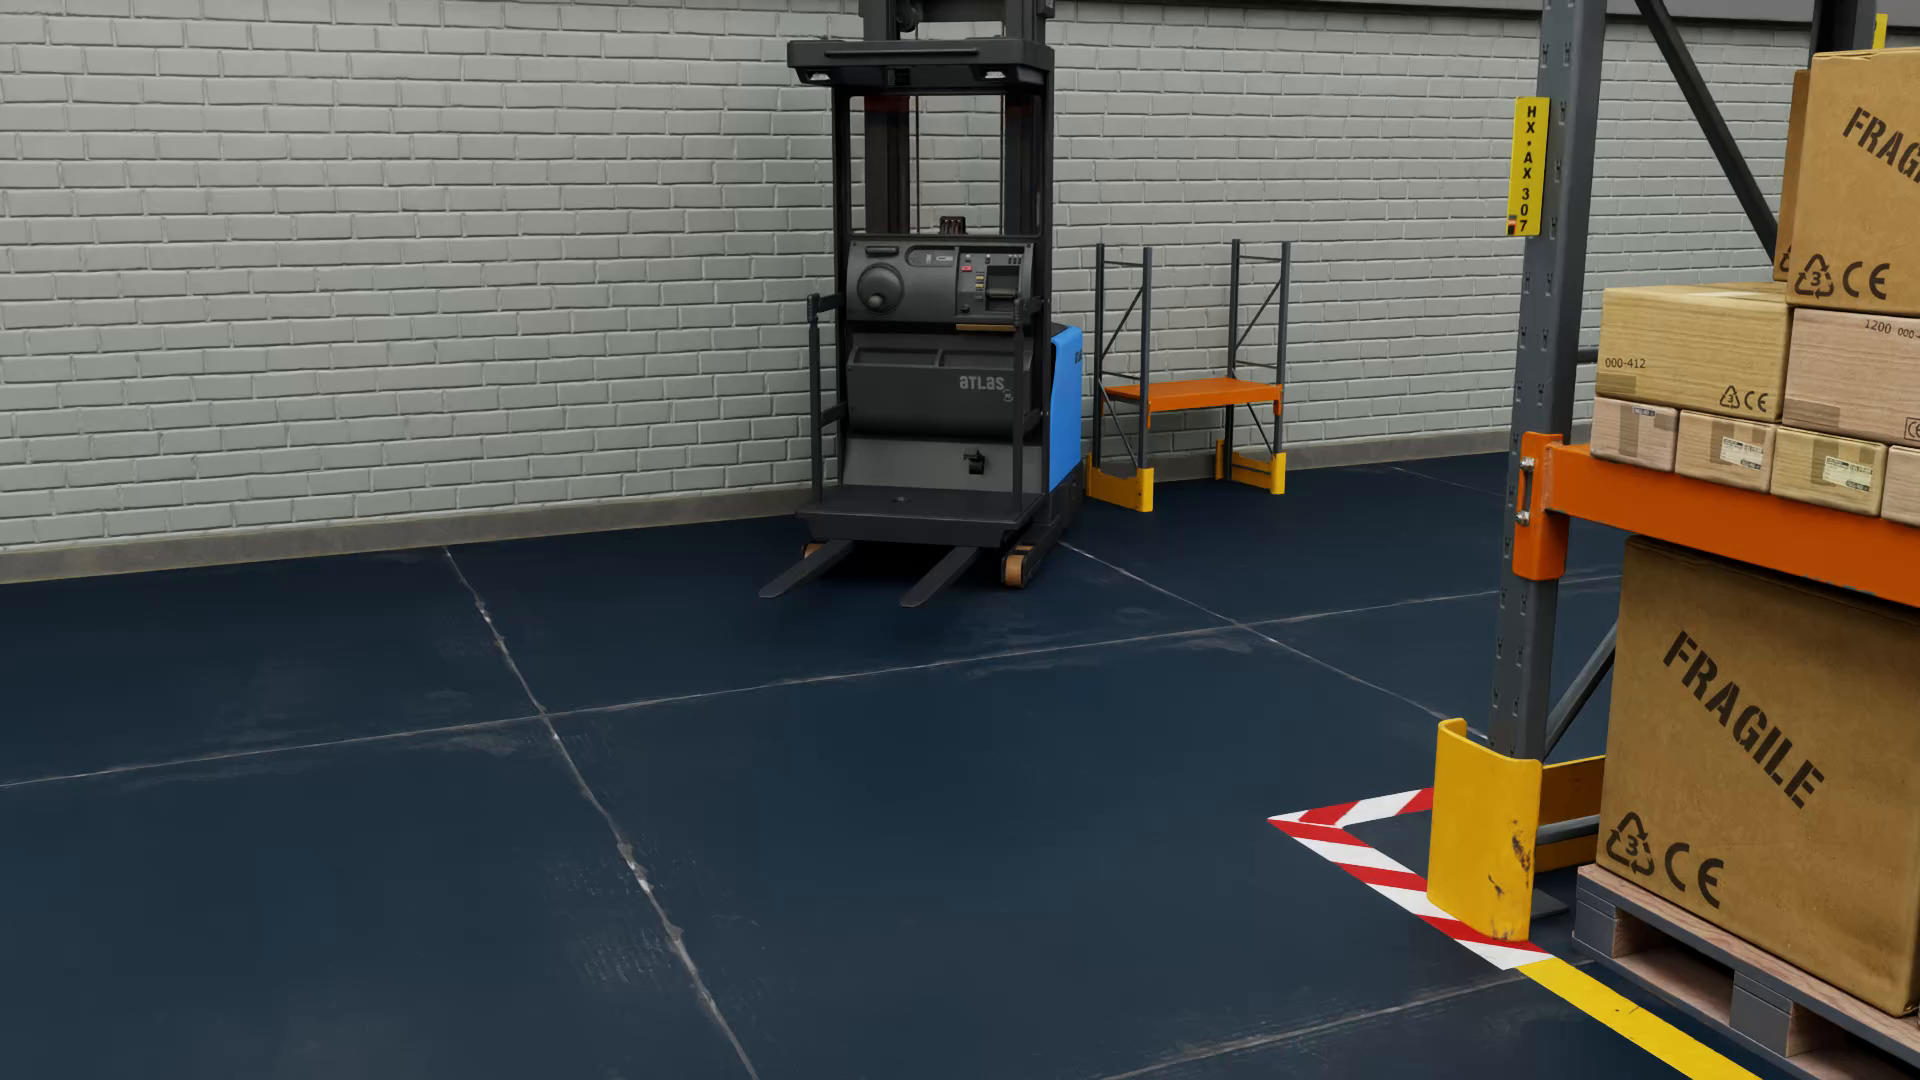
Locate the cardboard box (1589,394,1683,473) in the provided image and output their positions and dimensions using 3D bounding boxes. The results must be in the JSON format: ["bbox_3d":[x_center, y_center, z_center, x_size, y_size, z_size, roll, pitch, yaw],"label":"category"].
[{"bbox_3d":[1.723,-0.265,3.919,0.380,0.149,0.250,-5,14,-22],"label":"cardboard box"}]

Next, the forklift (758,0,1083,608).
[{"bbox_3d":[-0.149,-1.291,7.947,1.130,2.935,3.031,3,13,13],"label":"forklift"}]

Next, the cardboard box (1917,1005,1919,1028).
[{"bbox_3d":[2.577,0.653,3.176,0.875,0.875,0.875,-6,14,-23],"label":"cardboard box"}]

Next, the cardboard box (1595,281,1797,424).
[{"bbox_3d":[1.828,-0.439,3.786,0.500,0.250,0.500,-6,14,-24],"label":"cardboard box"}]

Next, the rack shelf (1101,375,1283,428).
[{"bbox_3d":[1.371,-0.834,9.946,1.000,0.185,0.538,-8,15,-30],"label":"rack shelf"}]

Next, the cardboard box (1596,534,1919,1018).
[{"bbox_3d":[2.213,0.465,3.988,0.875,0.875,0.875,-6,14,-23],"label":"cardboard box"}]

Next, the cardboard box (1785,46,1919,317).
[{"bbox_3d":[2.028,-0.701,3.255,0.500,0.500,0.500,-6,14,-24],"label":"cardboard box"}]

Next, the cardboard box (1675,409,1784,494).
[{"bbox_3d":[1.827,-0.212,3.690,0.380,0.149,0.250,-6,14,-24],"label":"cardboard box"}]

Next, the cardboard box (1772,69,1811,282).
[{"bbox_3d":[2.319,-0.851,3.903,0.500,0.500,0.500,-5,14,-22],"label":"cardboard box"}]

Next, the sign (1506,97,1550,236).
[{"bbox_3d":[1.372,-0.902,4.018,0.100,0.325,0.005,-6,14,-23],"label":"sign"}]

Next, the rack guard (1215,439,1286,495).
[{"bbox_3d":[1.791,-0.457,10.290,0.087,0.250,0.587,-8,15,-30],"label":"rack guard"}]

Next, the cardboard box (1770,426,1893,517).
[{"bbox_3d":[1.930,-0.159,3.462,0.380,0.149,0.250,-6,14,-24],"label":"cardboard box"}]

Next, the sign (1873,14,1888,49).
[{"bbox_3d":[2.386,-1.216,4.378,0.100,0.325,0.005,-6,14,-23],"label":"sign"}]

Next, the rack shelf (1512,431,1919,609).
[{"bbox_3d":[2.684,0.273,2.632,1.077,0.370,4.000,-6,14,-23],"label":"rack shelf"}]

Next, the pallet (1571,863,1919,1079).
[{"bbox_3d":[2.275,1.026,3.967,1.003,0.211,1.213,-6,14,-23],"label":"pallet"}]

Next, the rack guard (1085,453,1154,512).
[{"bbox_3d":[0.935,-0.342,9.794,0.087,0.250,0.587,-8,15,-30],"label":"rack guard"}]

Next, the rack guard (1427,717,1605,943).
[{"bbox_3d":[1.873,0.722,4.639,1.175,0.500,0.348,-6,14,-23],"label":"rack guard"}]

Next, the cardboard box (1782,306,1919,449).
[{"bbox_3d":[2.042,-0.332,3.324,0.500,0.250,0.500,-6,14,-24],"label":"cardboard box"}]

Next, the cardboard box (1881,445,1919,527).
[{"bbox_3d":[2.035,-0.105,3.230,0.380,0.149,0.250,-6,14,-24],"label":"cardboard box"}]

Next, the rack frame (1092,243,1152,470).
[{"bbox_3d":[0.934,-0.951,9.653,0.032,1.500,0.500,-8,15,-30],"label":"rack frame"}]

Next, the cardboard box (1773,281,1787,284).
[{"bbox_3d":[2.320,-0.486,3.990,0.500,0.250,0.500,-6,14,-24],"label":"cardboard box"}]

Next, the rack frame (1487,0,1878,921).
[{"bbox_3d":[1.883,-0.490,4.336,1.000,3.000,0.127,-6,14,-23],"label":"rack frame"}]

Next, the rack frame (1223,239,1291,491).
[{"bbox_3d":[1.808,-1.068,10.159,0.032,1.500,0.500,-8,15,-30],"label":"rack frame"}]

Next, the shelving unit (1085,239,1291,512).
[{"bbox_3d":[1.363,-1.008,9.901,1.083,1.500,0.587,-8,15,-30],"label":"shelving unit"}]
